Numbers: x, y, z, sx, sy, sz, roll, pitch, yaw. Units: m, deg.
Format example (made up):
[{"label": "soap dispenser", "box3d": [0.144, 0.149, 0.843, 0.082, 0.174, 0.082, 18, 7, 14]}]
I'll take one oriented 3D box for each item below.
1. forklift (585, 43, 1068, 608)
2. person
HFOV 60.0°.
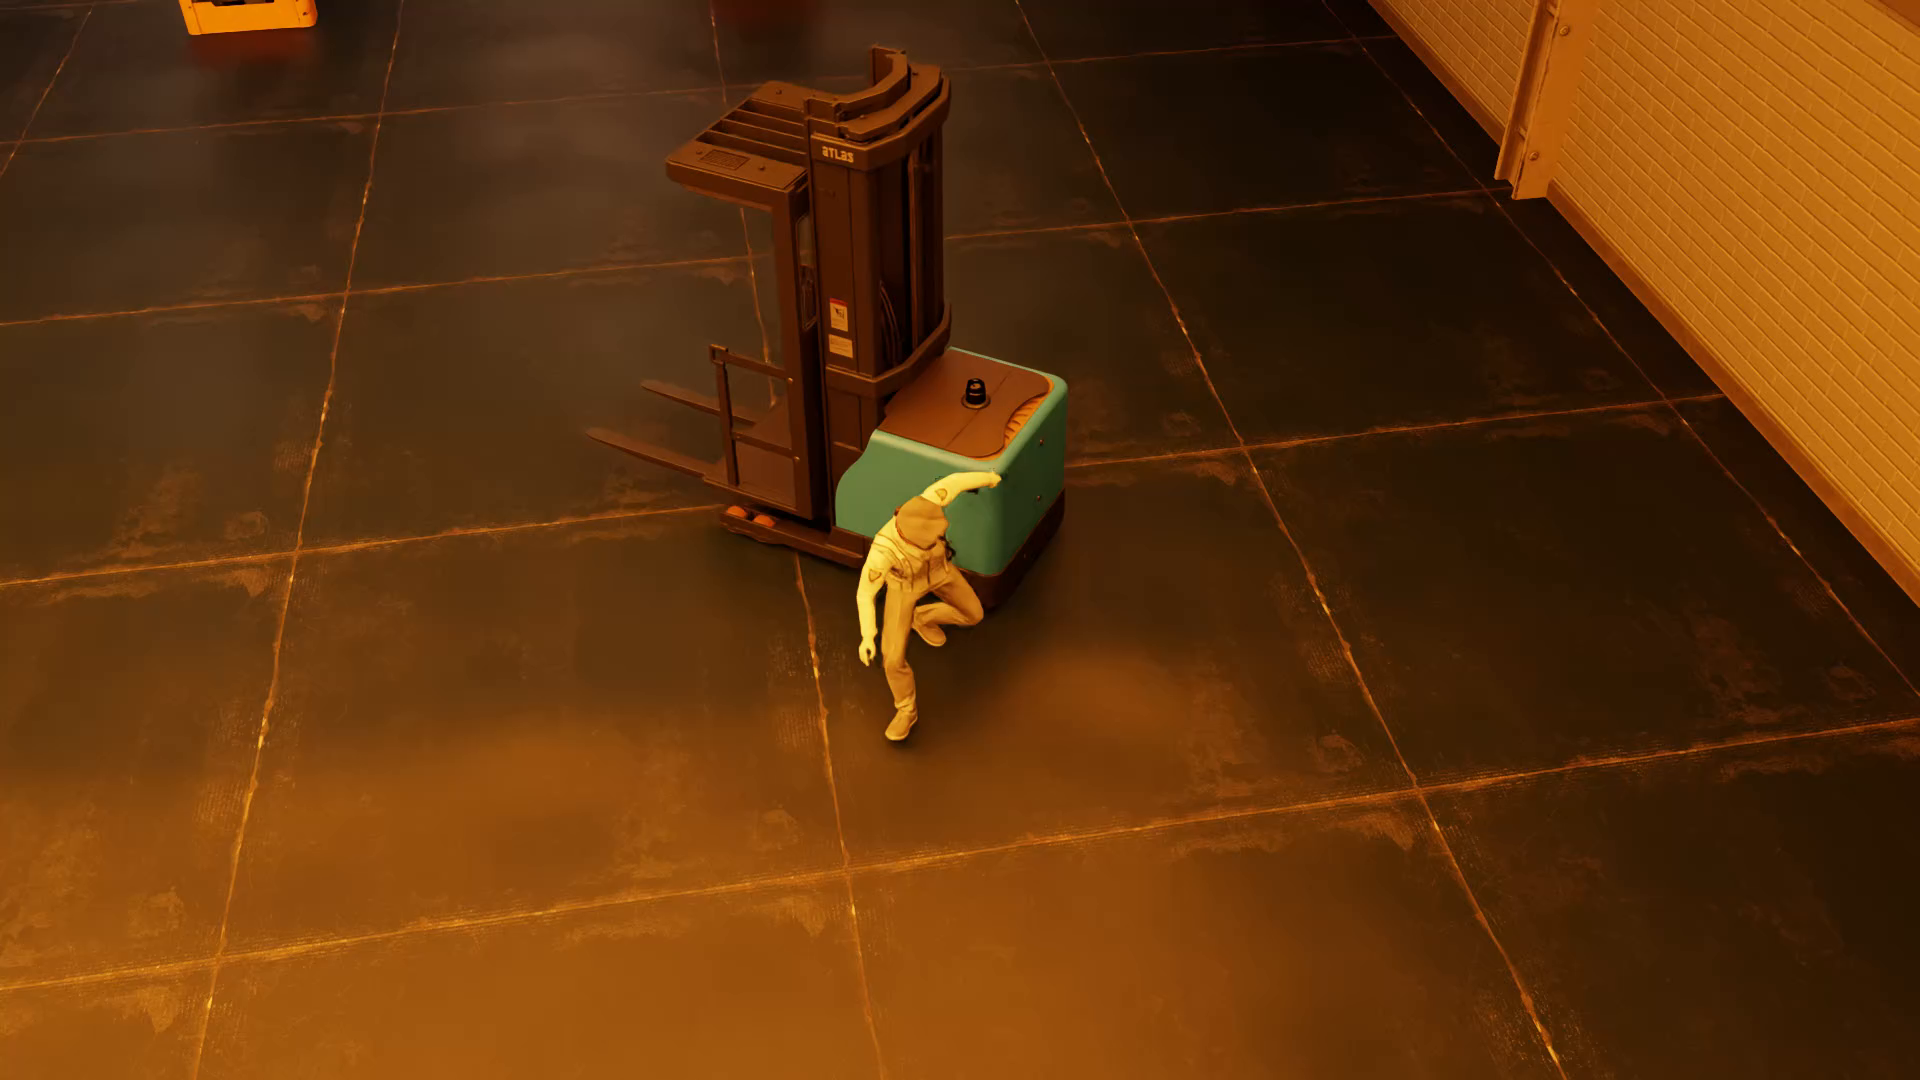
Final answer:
[{"label": "forklift", "box3d": [-0.909, -1.388, 9.591, 3.031, 2.935, 1.130, 18, 44, 20]}, {"label": "person", "box3d": [-0.142, 0.220, 8.845, 1.095, 1.451, 0.695, -23, 46, -25]}]
